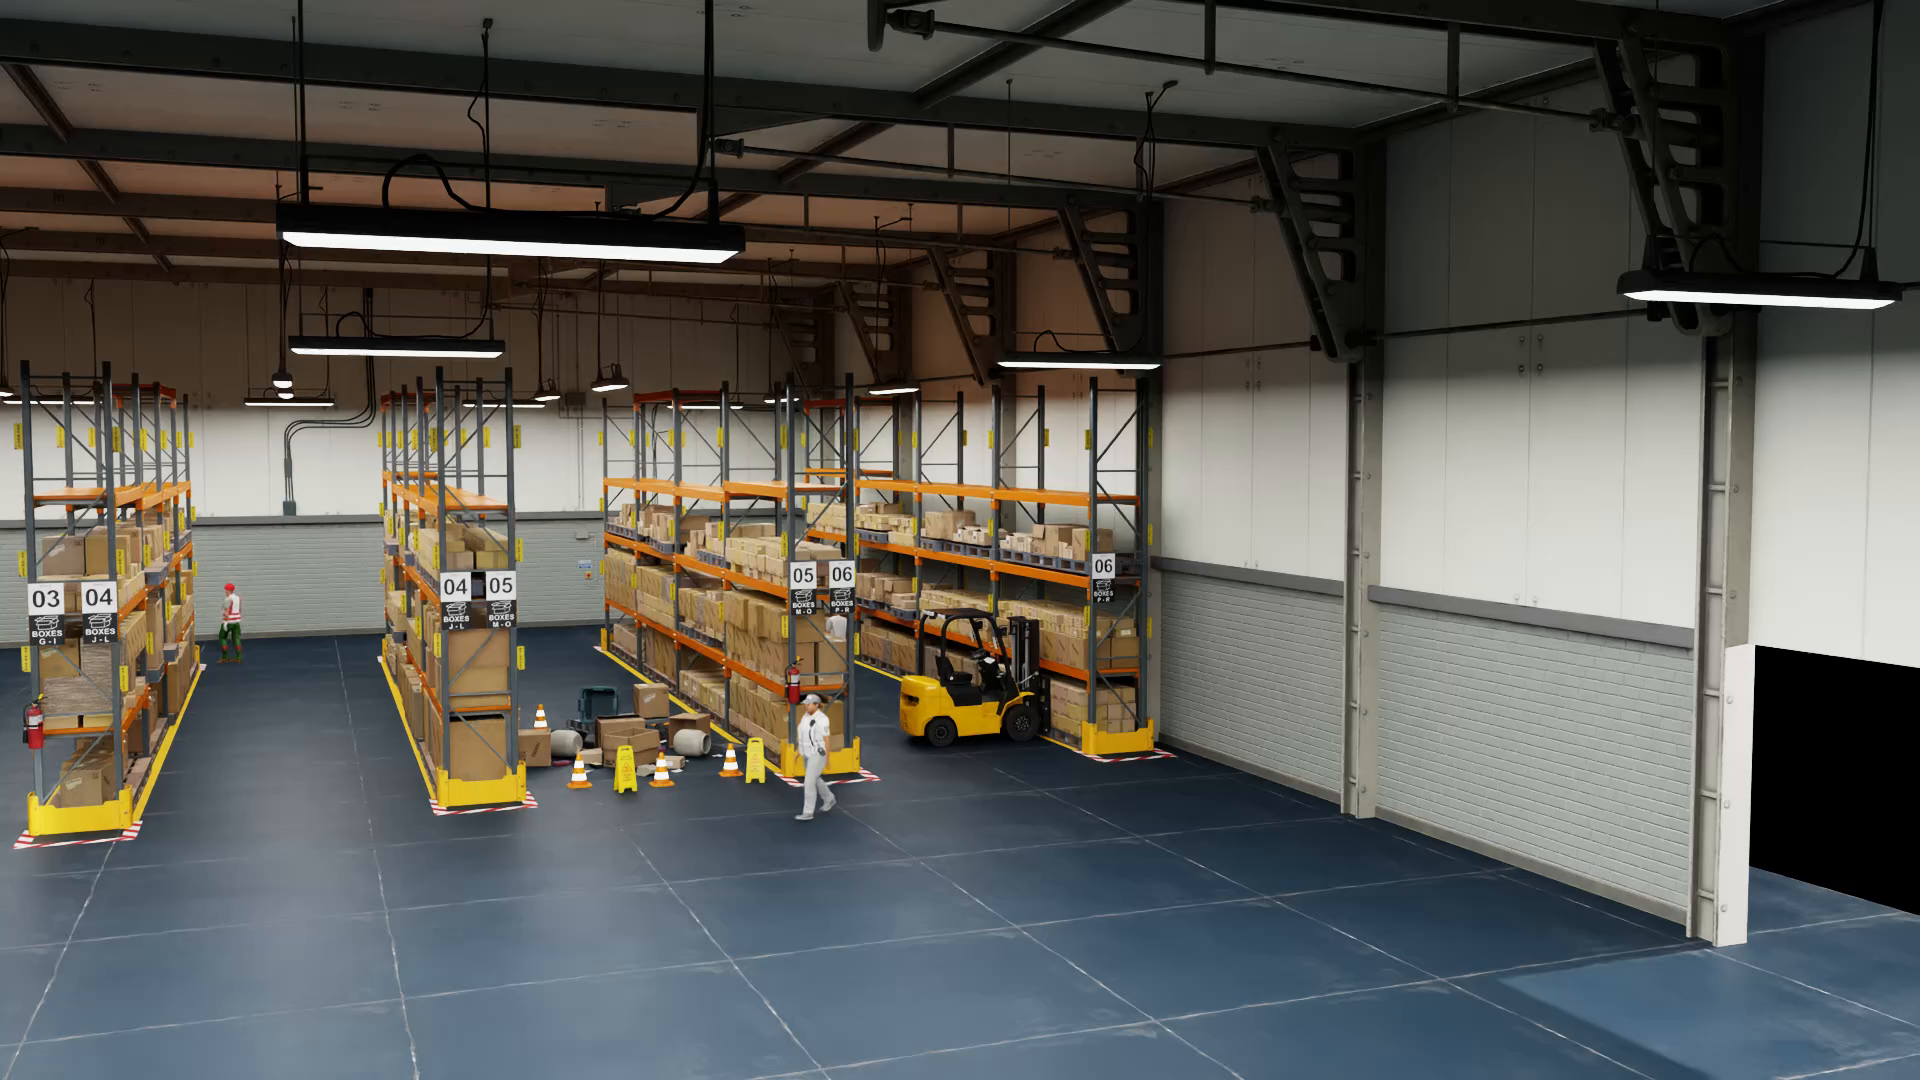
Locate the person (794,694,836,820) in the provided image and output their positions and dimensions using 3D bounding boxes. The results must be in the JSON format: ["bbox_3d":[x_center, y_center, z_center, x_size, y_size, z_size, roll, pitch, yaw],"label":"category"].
[{"bbox_3d":[-1.932,2.854,22.113,0.841,1.631,0.478,-3,4,-39],"label":"person"}]

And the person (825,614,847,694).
[{"bbox_3d":[-2.432,2.131,32.732,0.593,1.785,0.461,-2,4,-24],"label":"person"}]

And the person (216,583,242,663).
[{"bbox_3d":[-16.368,1.862,37.300,0.544,1.790,0.598,1,4,22],"label":"person"}]
